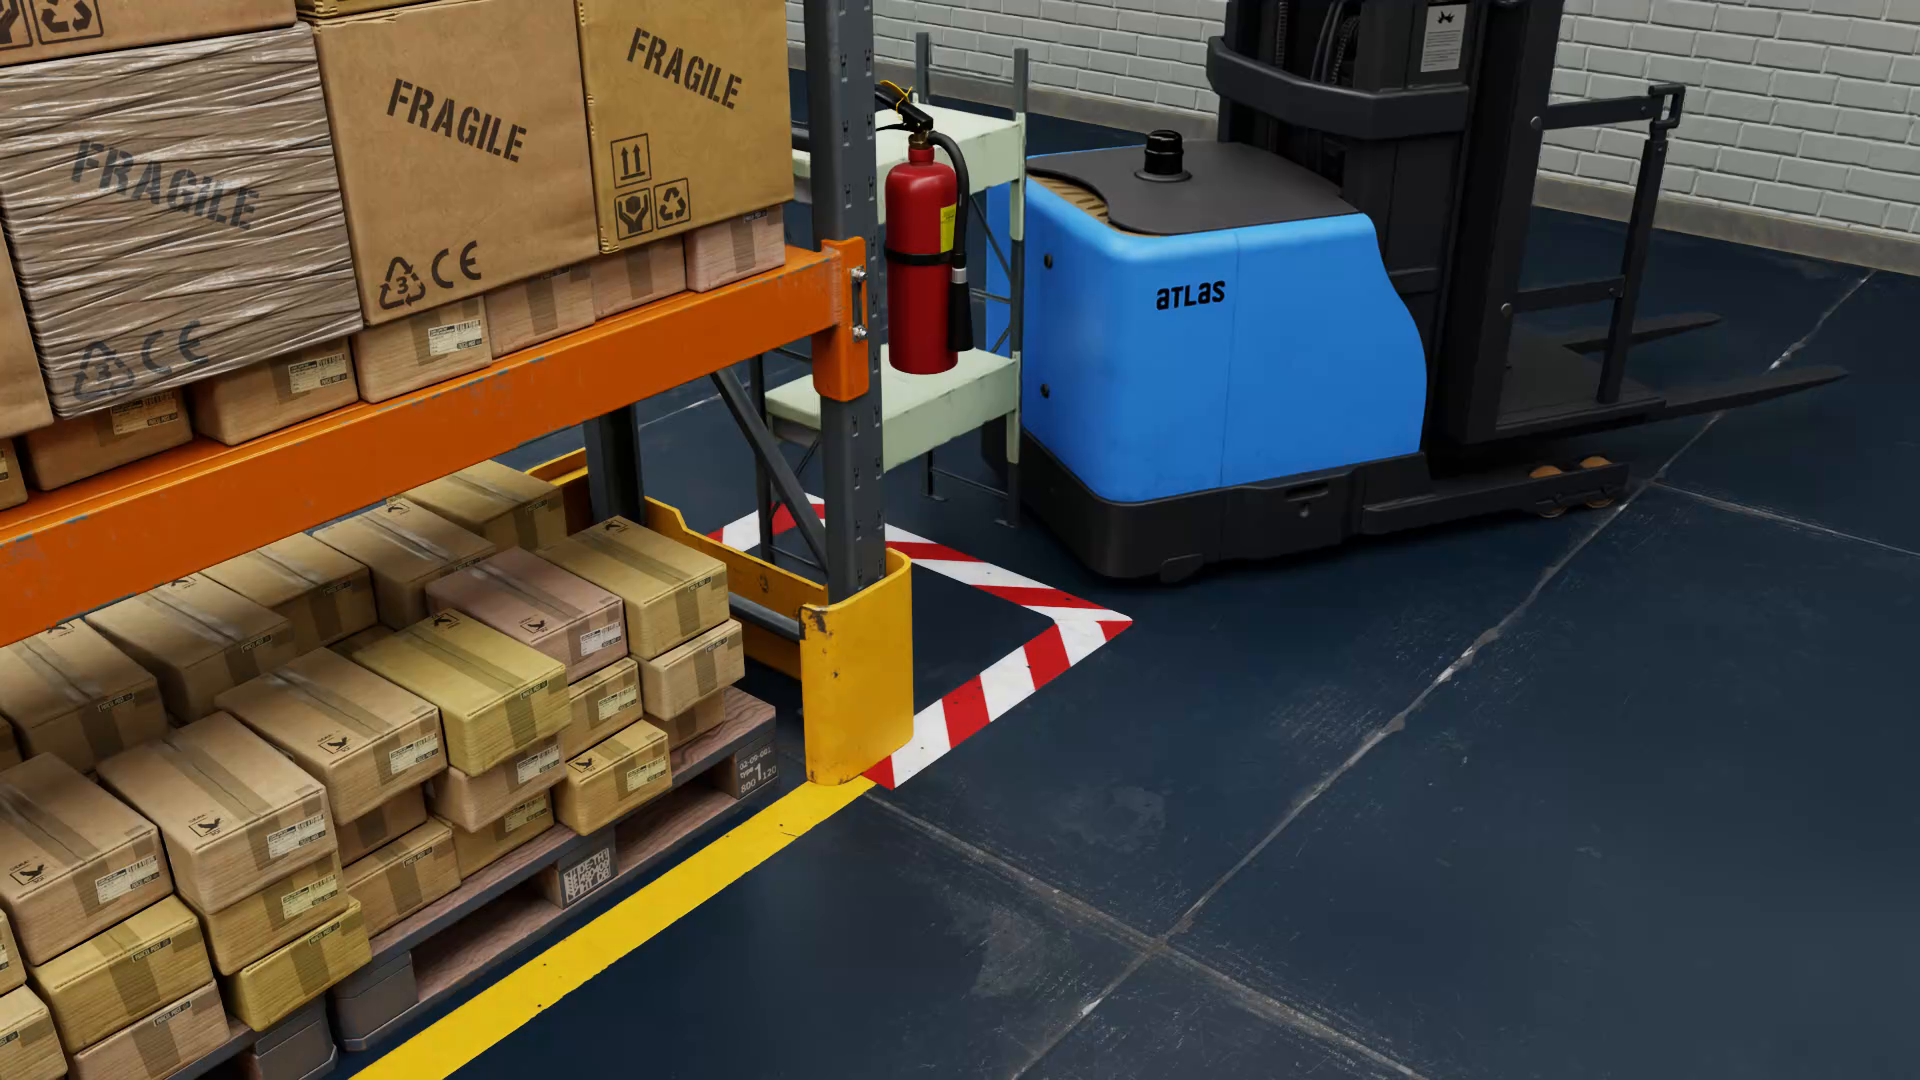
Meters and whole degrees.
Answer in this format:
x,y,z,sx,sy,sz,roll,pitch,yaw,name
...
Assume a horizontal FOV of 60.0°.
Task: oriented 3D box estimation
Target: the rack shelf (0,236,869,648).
x,y,z,sx,sy,sz,roll,pitch,yaw,name
-1.877,0.054,2.663,1.077,0.370,4.000,21,34,34,rack shelf

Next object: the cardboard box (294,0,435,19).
x,y,z,sx,sy,sz,roll,pitch,yaw,name
-1.026,-1.180,2.746,0.500,0.500,0.500,19,33,33,cardboard box

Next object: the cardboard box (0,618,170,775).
x,y,z,sx,sy,sz,roll,pitch,yaw,name
-1.819,0.320,3.365,0.380,0.149,0.250,22,35,36,cardboard box

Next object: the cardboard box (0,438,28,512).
x,y,z,sx,sy,sz,roll,pitch,yaw,name
-1.637,-0.135,2.519,0.380,0.149,0.250,21,34,35,cardboard box

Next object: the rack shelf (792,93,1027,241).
x,y,z,sx,sy,sz,roll,pitch,yaw,name
-0.204,-0.976,4.654,0.431,0.370,0.720,21,34,35,rack shelf

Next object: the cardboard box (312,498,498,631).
x,y,z,sx,sy,sz,roll,pitch,yaw,name
-1.283,0.061,3.867,0.380,0.149,0.250,21,34,35,cardboard box

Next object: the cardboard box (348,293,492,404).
x,y,z,sx,sy,sz,roll,pitch,yaw,name
-1.073,-0.397,3.026,0.380,0.149,0.250,22,34,36,cardboard box

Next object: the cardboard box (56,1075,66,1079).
x,y,z,sx,sy,sz,roll,pitch,yaw,name
-1.767,0.901,2.889,0.380,0.149,0.250,22,34,36,cardboard box

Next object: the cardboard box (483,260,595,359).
x,y,z,sx,sy,sz,roll,pitch,yaw,name
-0.929,-0.494,3.214,0.380,0.149,0.250,20,34,34,cardboard box

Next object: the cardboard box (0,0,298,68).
x,y,z,sx,sy,sz,roll,pitch,yaw,name
-1.350,-0.993,2.385,0.500,0.500,0.500,23,35,37,cardboard box

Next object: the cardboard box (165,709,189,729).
x,y,z,sx,sy,sz,roll,pitch,yaw,name
-1.688,0.336,3.657,0.380,0.149,0.250,22,35,36,cardboard box

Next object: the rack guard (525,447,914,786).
x,y,z,sx,sy,sz,roll,pitch,yaw,name
-0.653,0.163,4.391,1.175,0.500,0.348,21,34,34,rack guard

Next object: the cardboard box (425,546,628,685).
x,y,z,sx,sy,sz,roll,pitch,yaw,name
-0.950,0.175,3.645,0.380,0.149,0.250,22,34,35,cardboard box

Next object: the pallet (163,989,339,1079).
x,y,z,sx,sy,sz,roll,pitch,yaw,name
-1.973,0.999,3.088,1.003,0.211,1.213,21,34,34,pallet

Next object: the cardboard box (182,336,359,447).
x,y,z,sx,sy,sz,roll,pitch,yaw,name
-1.264,-0.312,2.862,0.380,0.149,0.250,19,33,32,cardboard box

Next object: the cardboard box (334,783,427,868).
x,y,z,sx,sy,sz,roll,pitch,yaw,name
-1.300,0.494,3.353,0.380,0.149,0.250,20,34,34,cardboard box

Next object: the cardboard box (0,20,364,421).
x,y,z,sx,sy,sz,roll,pitch,yaw,name
-1.338,-0.553,2.621,0.500,0.500,0.500,21,34,35,cardboard box

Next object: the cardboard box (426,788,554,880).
x,y,z,sx,sy,sz,roll,pitch,yaw,name
-1.098,0.542,3.583,0.380,0.149,0.250,21,34,34,cardboard box

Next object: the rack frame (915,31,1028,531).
x,y,z,sx,sy,sz,roll,pitch,yaw,name
0.030,-0.758,5.083,0.400,1.500,0.023,21,34,35,rack frame

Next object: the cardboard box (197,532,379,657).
x,y,z,sx,sy,sz,roll,pitch,yaw,name
-1.542,0.112,3.766,0.380,0.149,0.250,21,34,34,cardboard box

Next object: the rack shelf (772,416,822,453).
x,y,z,sx,sy,sz,roll,pitch,yaw,name
-0.204,-0.403,4.950,0.332,0.071,0.664,21,34,35,rack shelf

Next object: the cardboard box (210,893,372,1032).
x,y,z,sx,sy,sz,roll,pitch,yaw,name
-1.359,0.742,3.196,0.380,0.149,0.250,19,33,32,cardboard box

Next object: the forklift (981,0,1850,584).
x,y,z,sx,sy,sz,roll,pitch,yaw,name
1.640,-1.560,5.145,3.031,2.867,1.129,-10,29,-19,forklift

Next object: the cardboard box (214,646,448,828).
x,y,z,sx,sy,sz,roll,pitch,yaw,name
-1.230,0.377,3.254,0.380,0.149,0.250,19,33,32,cardboard box

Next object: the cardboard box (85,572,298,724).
x,y,z,sx,sy,sz,roll,pitch,yaw,name
-1.636,0.225,3.550,0.380,0.149,0.250,19,33,32,cardboard box

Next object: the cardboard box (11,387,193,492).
x,y,z,sx,sy,sz,roll,pitch,yaw,name
-1.481,-0.234,2.710,0.380,0.149,0.250,19,33,32,cardboard box

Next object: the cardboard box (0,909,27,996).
x,y,z,sx,sy,sz,roll,pitch,yaw,name
-1.756,0.651,2.725,0.380,0.149,0.250,21,34,35,cardboard box

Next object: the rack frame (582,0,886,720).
x,y,z,sx,sy,sz,roll,pitch,yaw,name
-0.605,-0.974,3.869,1.000,3.000,0.127,21,34,34,rack frame

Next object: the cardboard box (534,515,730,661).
x,y,z,sx,sy,sz,roll,pitch,yaw,name
-0.746,0.103,3.785,0.380,0.149,0.250,21,34,35,cardboard box

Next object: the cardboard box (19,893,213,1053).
x,y,z,sx,sy,sz,roll,pitch,yaw,name
-1.546,0.701,2.952,0.380,0.149,0.250,23,35,37,cardboard box

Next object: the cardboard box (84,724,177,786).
x,y,z,sx,sy,sz,roll,pitch,yaw,name
-1.783,0.458,3.421,0.380,0.149,0.250,19,33,32,cardboard box

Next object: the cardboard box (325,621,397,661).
x,y,z,sx,sy,sz,roll,pitch,yaw,name
-1.441,0.277,3.771,0.380,0.149,0.250,21,34,35,cardboard box

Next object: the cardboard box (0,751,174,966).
x,y,z,sx,sy,sz,roll,pitch,yaw,name
-1.611,0.550,2.920,0.380,0.149,0.250,19,33,33,cardboard box

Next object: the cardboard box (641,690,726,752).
x,y,z,sx,sy,sz,roll,pitch,yaw,name
-0.778,0.353,3.949,0.380,0.149,0.250,21,34,35,cardboard box

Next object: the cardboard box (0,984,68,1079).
x,y,z,sx,sy,sz,roll,pitch,yaw,name
-1.700,0.807,2.747,0.380,0.149,0.250,21,34,35,cardboard box

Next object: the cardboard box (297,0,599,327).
x,y,z,sx,sy,sz,roll,pitch,yaw,name
-1.023,-0.735,2.974,0.500,0.500,0.500,20,33,34,cardboard box

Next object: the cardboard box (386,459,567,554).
x,y,z,sx,sy,sz,roll,pitch,yaw,name
-1.200,-0.072,4.124,0.380,0.149,0.250,19,33,32,cardboard box

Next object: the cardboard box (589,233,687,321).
x,y,z,sx,sy,sz,roll,pitch,yaw,name
-0.781,-0.587,3.394,0.380,0.149,0.250,21,34,34,cardboard box

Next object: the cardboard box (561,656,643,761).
x,y,z,sx,sy,sz,roll,pitch,yaw,name
-0.928,0.321,3.687,0.380,0.149,0.250,20,33,33,cardboard box

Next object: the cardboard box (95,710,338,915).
x,y,z,sx,sy,sz,roll,pitch,yaw,name
-1.358,0.489,3.038,0.380,0.149,0.250,22,35,36,cardboard box

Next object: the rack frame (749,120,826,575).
x,y,z,sx,sy,sz,roll,pitch,yaw,name
-0.438,-0.500,4.584,0.400,1.500,0.023,21,34,35,rack frame

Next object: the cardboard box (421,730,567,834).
x,y,z,sx,sy,sz,roll,pitch,yaw,name
-1.049,0.429,3.479,0.380,0.149,0.250,19,33,32,cardboard box

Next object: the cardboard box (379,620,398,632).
x,y,z,sx,sy,sz,roll,pitch,yaw,name
-1.354,0.165,3.989,0.380,0.149,0.250,21,34,34,cardboard box

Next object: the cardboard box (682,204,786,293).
x,y,z,sx,sy,sz,roll,pitch,yaw,name
-0.594,-0.665,3.543,0.380,0.149,0.250,21,34,34,cardboard box

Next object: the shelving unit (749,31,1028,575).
x,y,z,sx,sy,sz,roll,pitch,yaw,name
-0.204,-0.629,4.833,0.431,1.500,0.755,21,34,35,shelving unit

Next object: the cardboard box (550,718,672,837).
x,y,z,sx,sy,sz,roll,pitch,yaw,name
-0.864,0.474,3.715,0.380,0.149,0.250,22,35,36,cardboard box

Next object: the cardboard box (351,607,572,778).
x,y,z,sx,sy,sz,roll,pitch,yaw,name
-1.017,0.304,3.396,0.380,0.149,0.250,20,33,33,cardboard box

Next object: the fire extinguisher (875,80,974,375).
x,y,z,sx,sy,sz,roll,pitch,yaw,name
-0.088,-0.729,3.884,0.296,0.674,0.183,21,34,34,fire extinguisher

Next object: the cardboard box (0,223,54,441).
x,y,z,sx,sy,sz,roll,pitch,yaw,name
-1.664,-0.379,2.285,0.500,0.500,0.500,23,35,37,cardboard box

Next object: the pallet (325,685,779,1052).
x,y,z,sx,sy,sz,roll,pitch,yaw,name
-1.197,0.569,3.921,1.003,0.211,1.213,21,34,34,pallet

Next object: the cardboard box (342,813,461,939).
x,y,z,sx,sy,sz,roll,pitch,yaw,name
-1.245,0.634,3.406,0.380,0.149,0.250,21,34,35,cardboard box

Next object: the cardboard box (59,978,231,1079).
x,y,z,sx,sy,sz,roll,pitch,yaw,name
-1.549,0.833,3.020,0.380,0.149,0.250,22,34,35,cardboard box

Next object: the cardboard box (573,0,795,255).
x,y,z,sx,sy,sz,roll,pitch,yaw,name
-0.692,-0.916,3.324,0.500,0.500,0.500,22,34,35,cardboard box

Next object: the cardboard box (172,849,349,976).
x,y,z,sx,sy,sz,roll,pitch,yaw,name
-1.369,0.616,3.117,0.380,0.149,0.250,21,34,35,cardboard box

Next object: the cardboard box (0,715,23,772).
x,y,z,sx,sy,sz,roll,pitch,yaw,name
-2.022,0.400,3.210,0.380,0.149,0.250,21,34,35,cardboard box
